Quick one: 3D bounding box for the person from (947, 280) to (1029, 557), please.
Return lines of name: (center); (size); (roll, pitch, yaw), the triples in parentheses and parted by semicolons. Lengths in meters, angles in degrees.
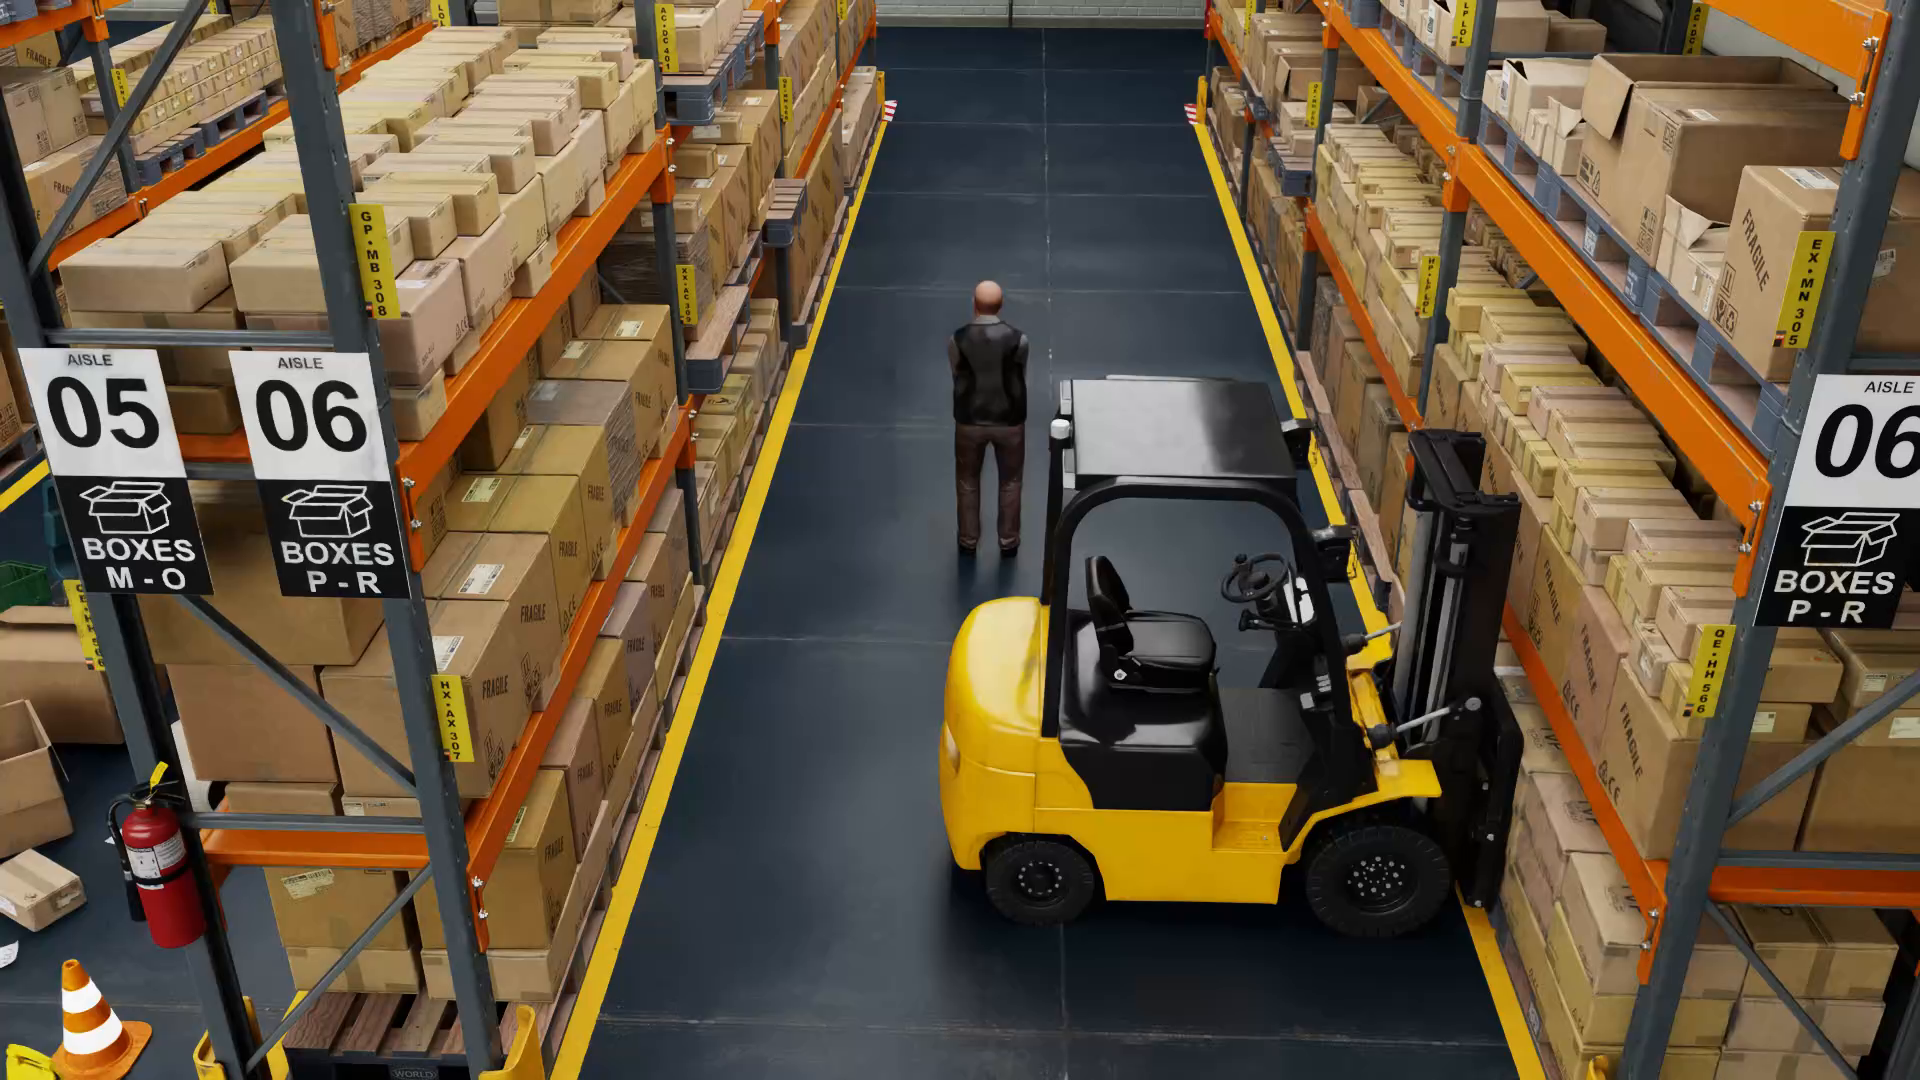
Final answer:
person: (0.167, -0.740, 10.079); (0.486, 1.703, 0.581); (0, 28, 1)
